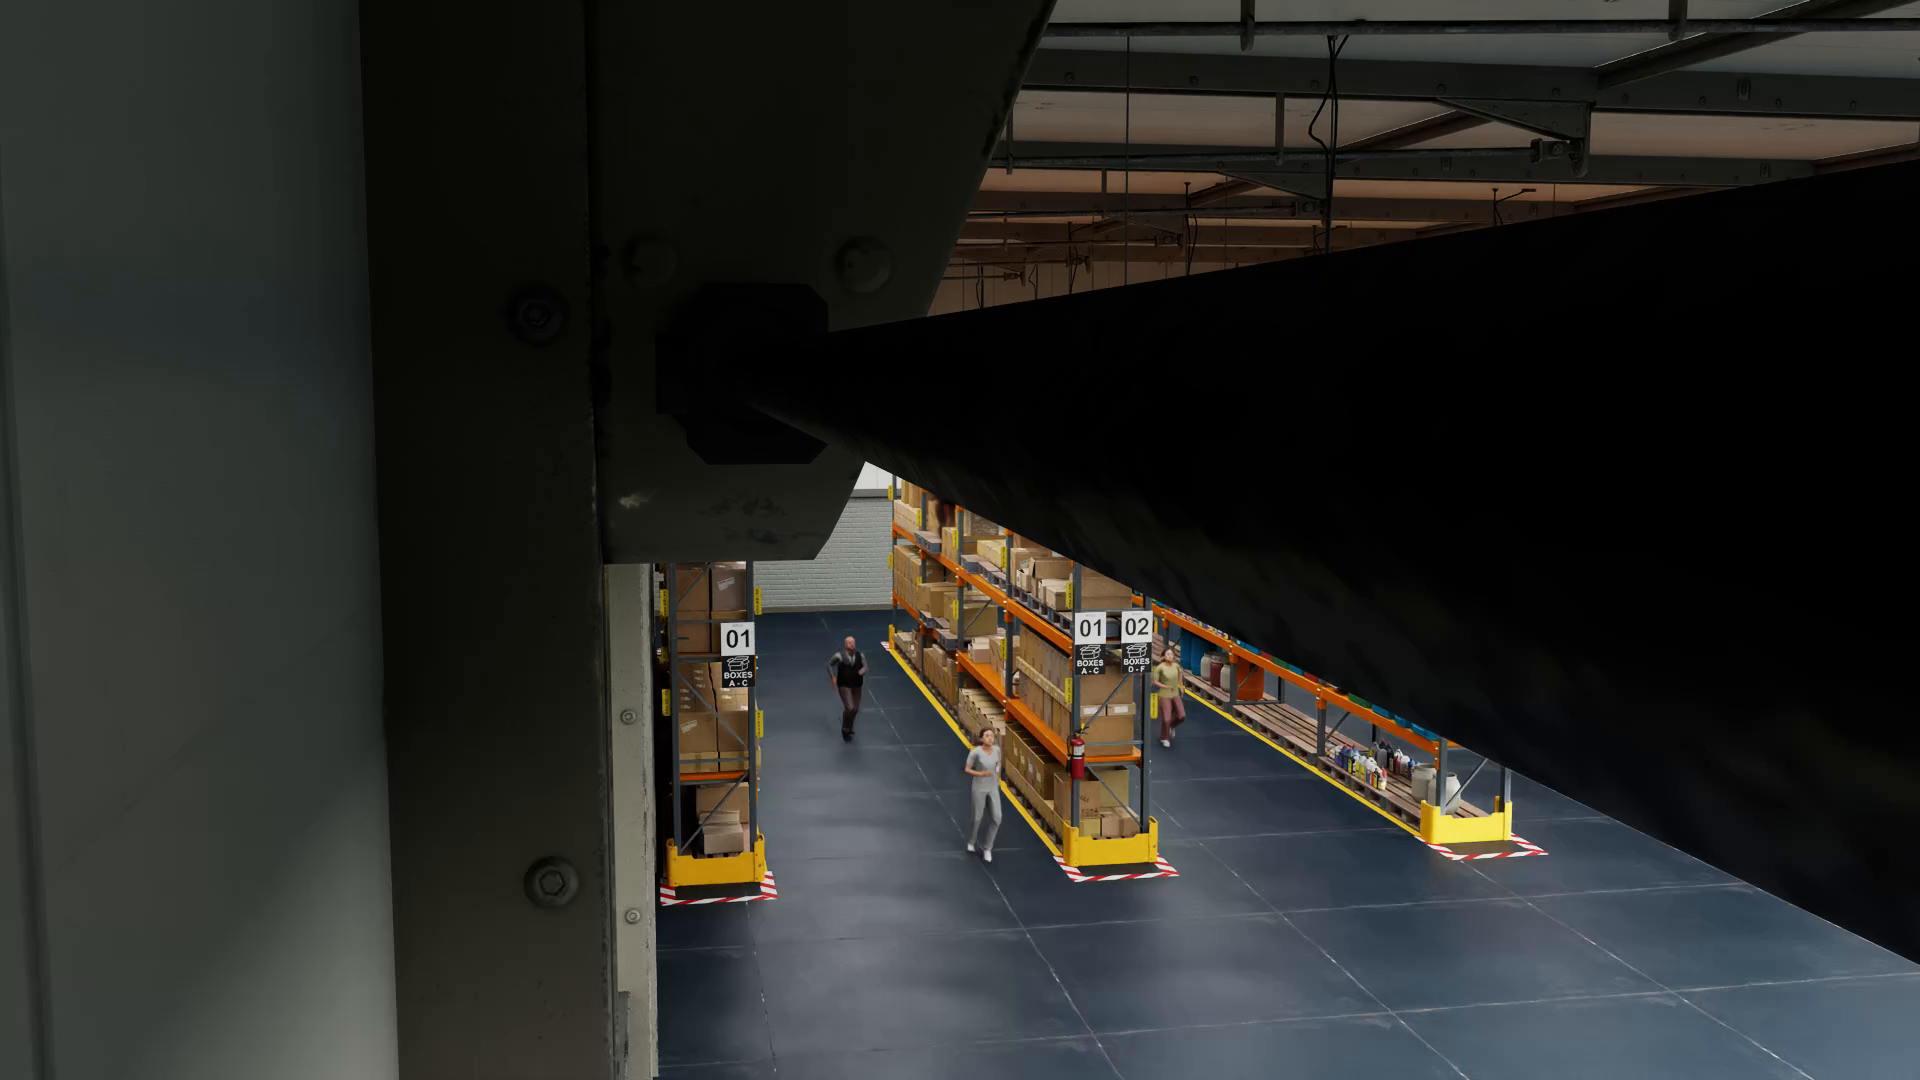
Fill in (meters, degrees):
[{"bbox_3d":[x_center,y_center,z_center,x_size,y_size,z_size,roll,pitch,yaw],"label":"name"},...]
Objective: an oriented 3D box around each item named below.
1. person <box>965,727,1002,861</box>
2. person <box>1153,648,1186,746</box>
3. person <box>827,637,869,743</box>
[{"bbox_3d":[0.311,3.349,21.217,0.577,1.486,0.681,-3,7,-22],"label":"person"},{"bbox_3d":[3.464,2.580,27.328,0.589,1.633,0.562,-2,7,-19],"label":"person"},{"bbox_3d":[-1.833,2.489,27.724,0.626,1.764,0.734,-3,7,-28],"label":"person"}]
